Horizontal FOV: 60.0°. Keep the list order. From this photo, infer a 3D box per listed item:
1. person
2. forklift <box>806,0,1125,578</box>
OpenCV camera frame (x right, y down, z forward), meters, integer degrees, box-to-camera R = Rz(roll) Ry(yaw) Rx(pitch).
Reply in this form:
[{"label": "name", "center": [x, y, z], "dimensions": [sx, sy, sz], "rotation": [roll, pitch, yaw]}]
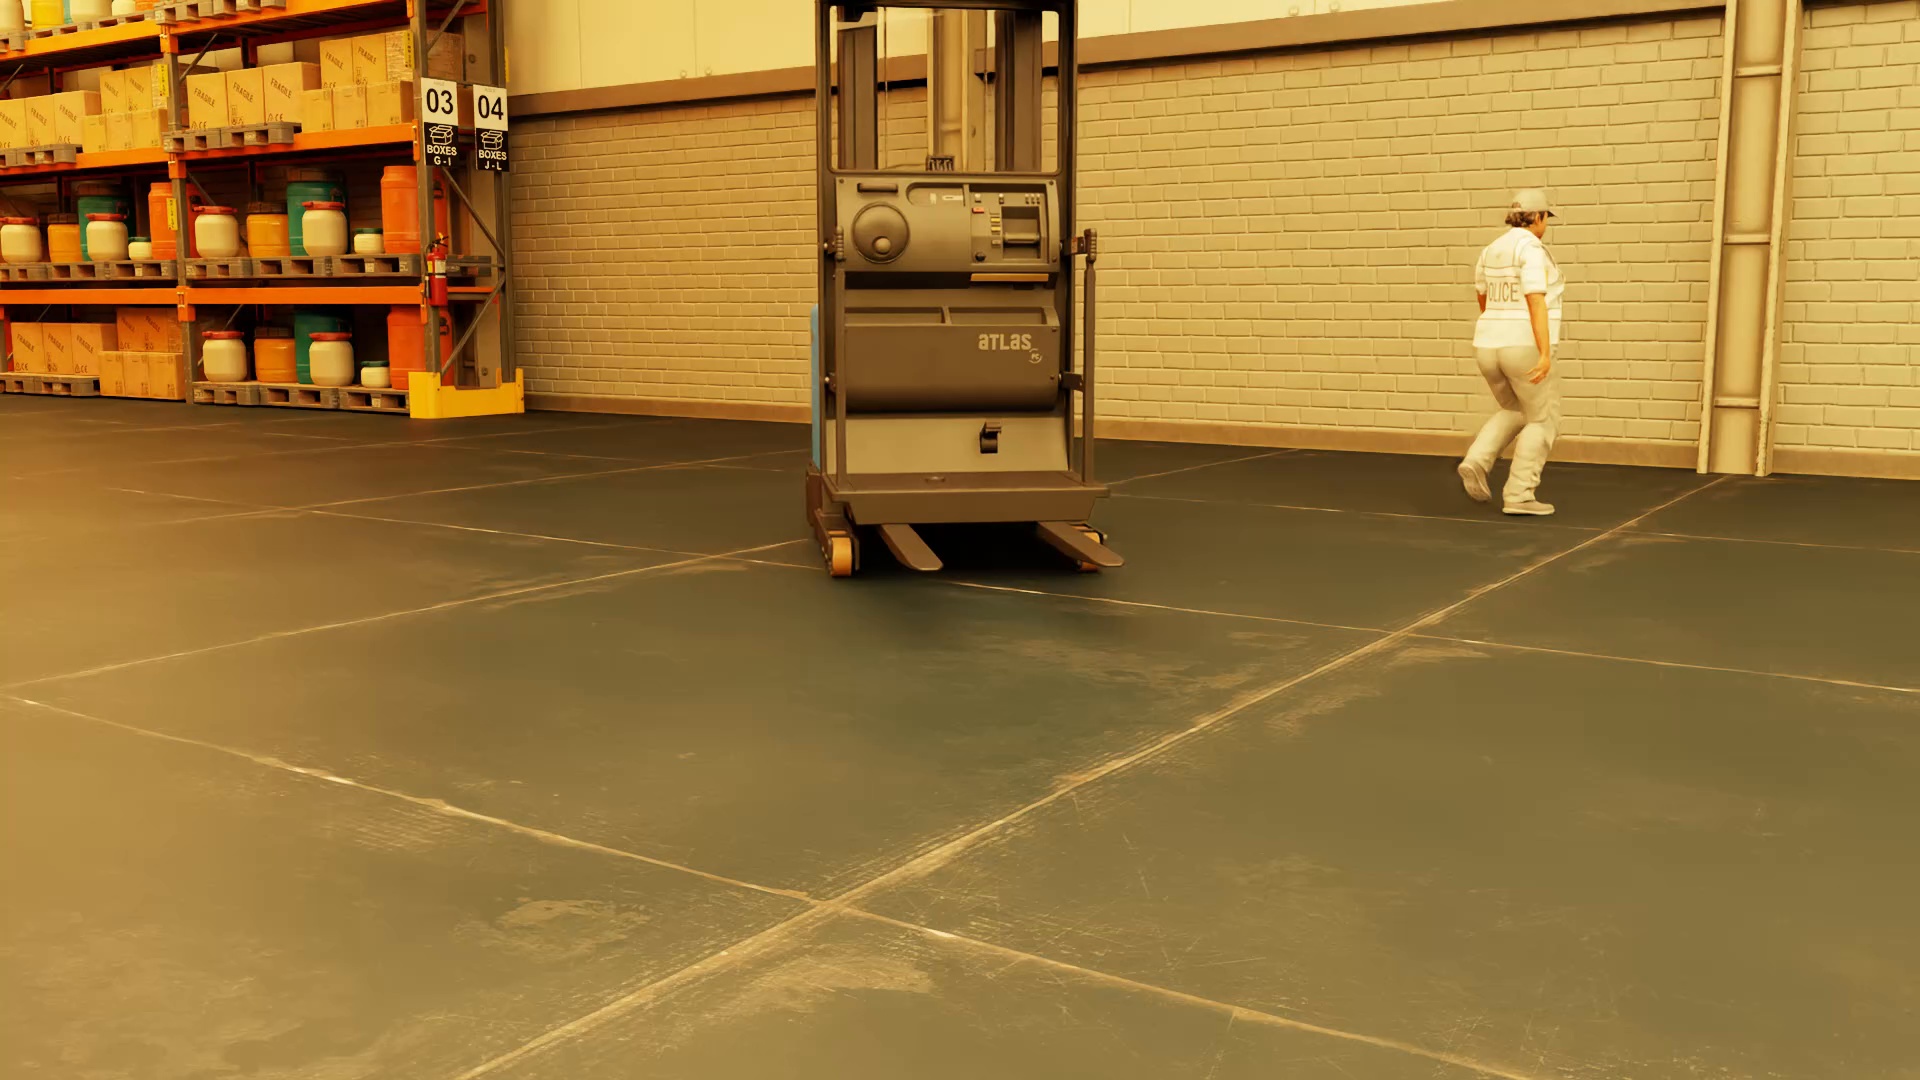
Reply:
[{"label": "person", "center": [2.861, -0.954, 8.493], "dimensions": [0.470, 1.645, 0.646], "rotation": [-3, 9, -21]}, {"label": "forklift", "center": [-0.017, -1.353, 6.708], "dimensions": [1.130, 2.935, 3.031], "rotation": [-1, 8, -8]}]
